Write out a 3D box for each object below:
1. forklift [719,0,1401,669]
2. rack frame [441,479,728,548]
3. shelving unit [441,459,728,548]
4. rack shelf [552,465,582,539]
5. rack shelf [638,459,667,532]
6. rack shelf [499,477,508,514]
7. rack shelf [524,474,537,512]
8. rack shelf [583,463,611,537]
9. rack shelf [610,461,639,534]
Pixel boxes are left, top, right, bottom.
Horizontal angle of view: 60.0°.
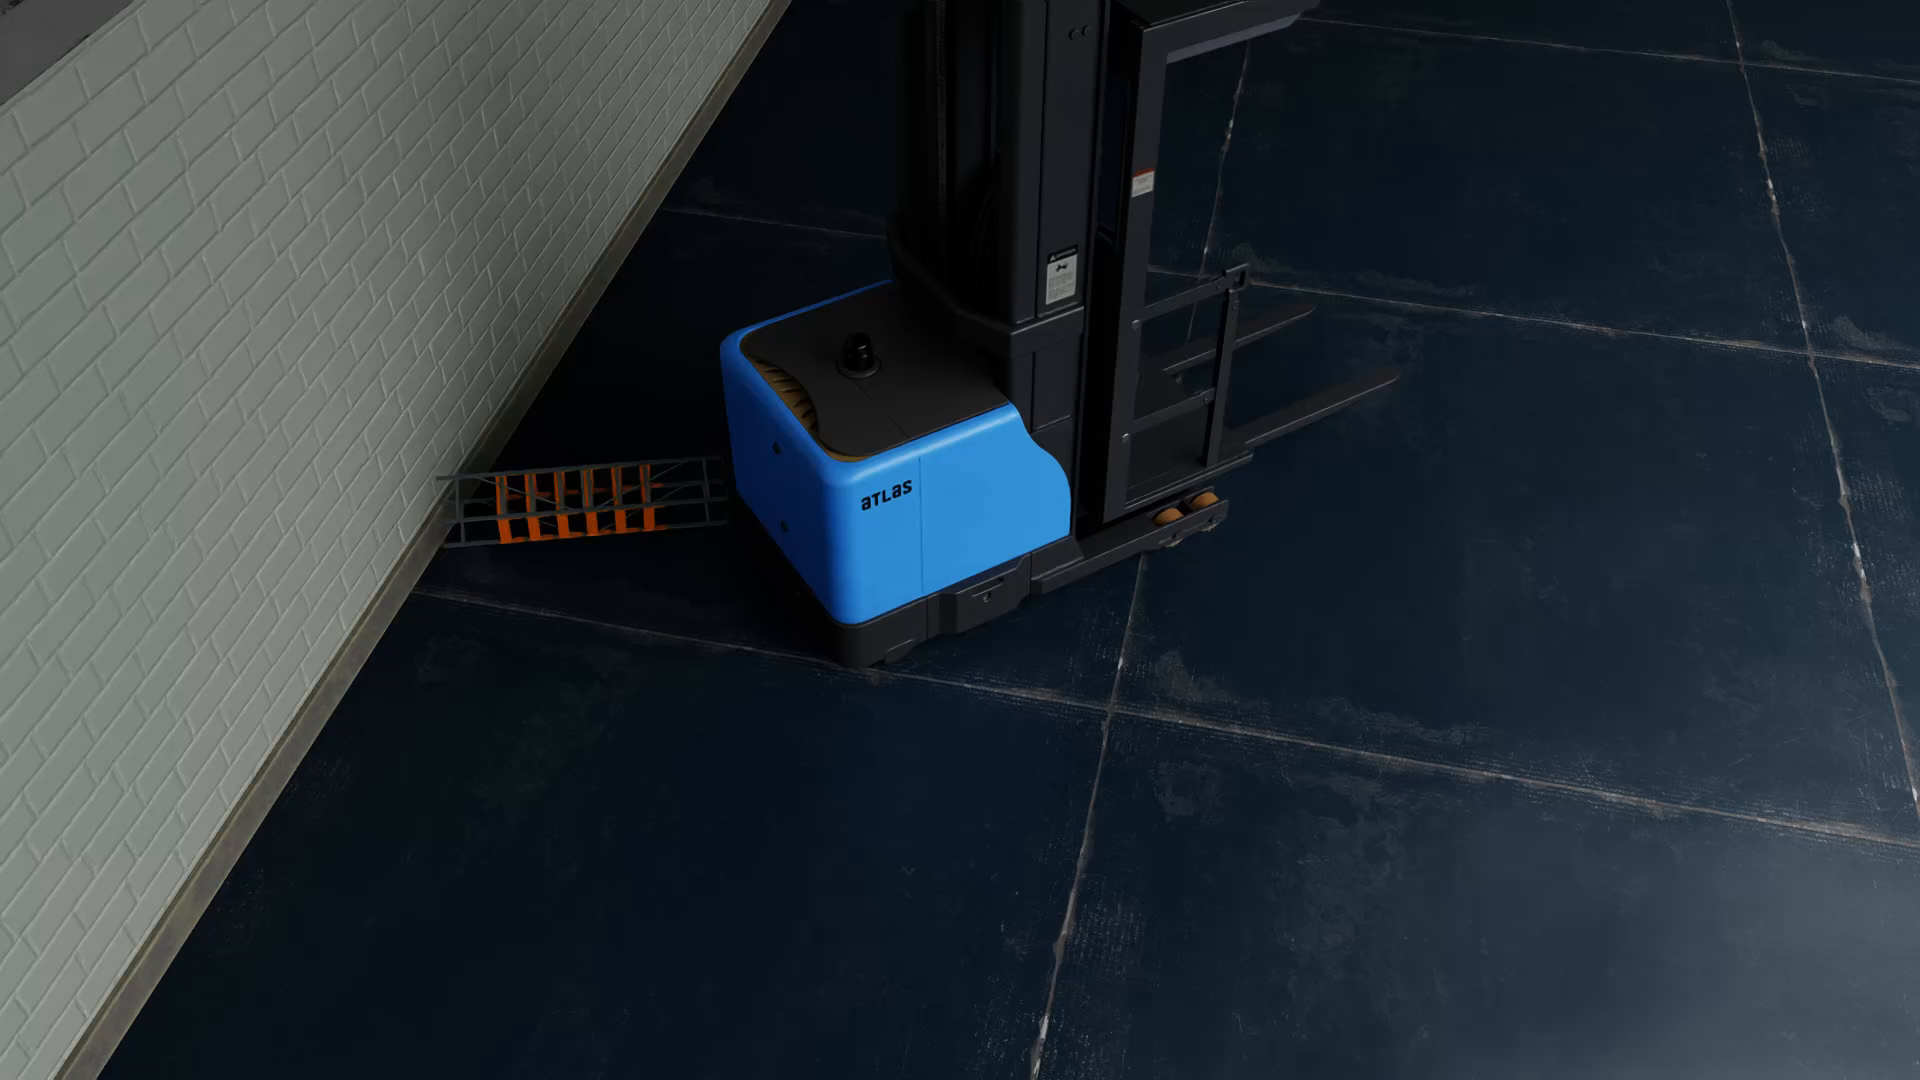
[{"bbox_3d":[0.571,-1.272,6.514,3.031,2.797,1.129,-23,48,-22],"label":"forklift"},{"bbox_3d":[-1.621,-0.119,7.208,1.200,0.006,0.240,-5,58,-12],"label":"rack frame"},{"bbox_3d":[-1.609,-0.167,7.134,1.200,0.184,0.258,-5,58,-12],"label":"shelving unit"},{"bbox_3d":[-1.683,-0.162,7.117,0.103,0.180,0.258,-5,58,-12],"label":"rack shelf"},{"bbox_3d":[-1.332,-0.193,7.192,0.103,0.180,0.258,-5,58,-12],"label":"rack shelf"},{"bbox_3d":[-1.936,-0.139,7.062,0.020,0.166,0.199,-5,58,-12],"label":"rack shelf"},{"bbox_3d":[-1.826,-0.149,7.086,0.034,0.171,0.221,-5,58,-12],"label":"rack shelf"},{"bbox_3d":[-1.566,-0.172,7.142,0.103,0.180,0.258,-5,58,-12],"label":"rack shelf"},{"bbox_3d":[-1.449,-0.183,7.167,0.103,0.180,0.258,-5,58,-12],"label":"rack shelf"}]
